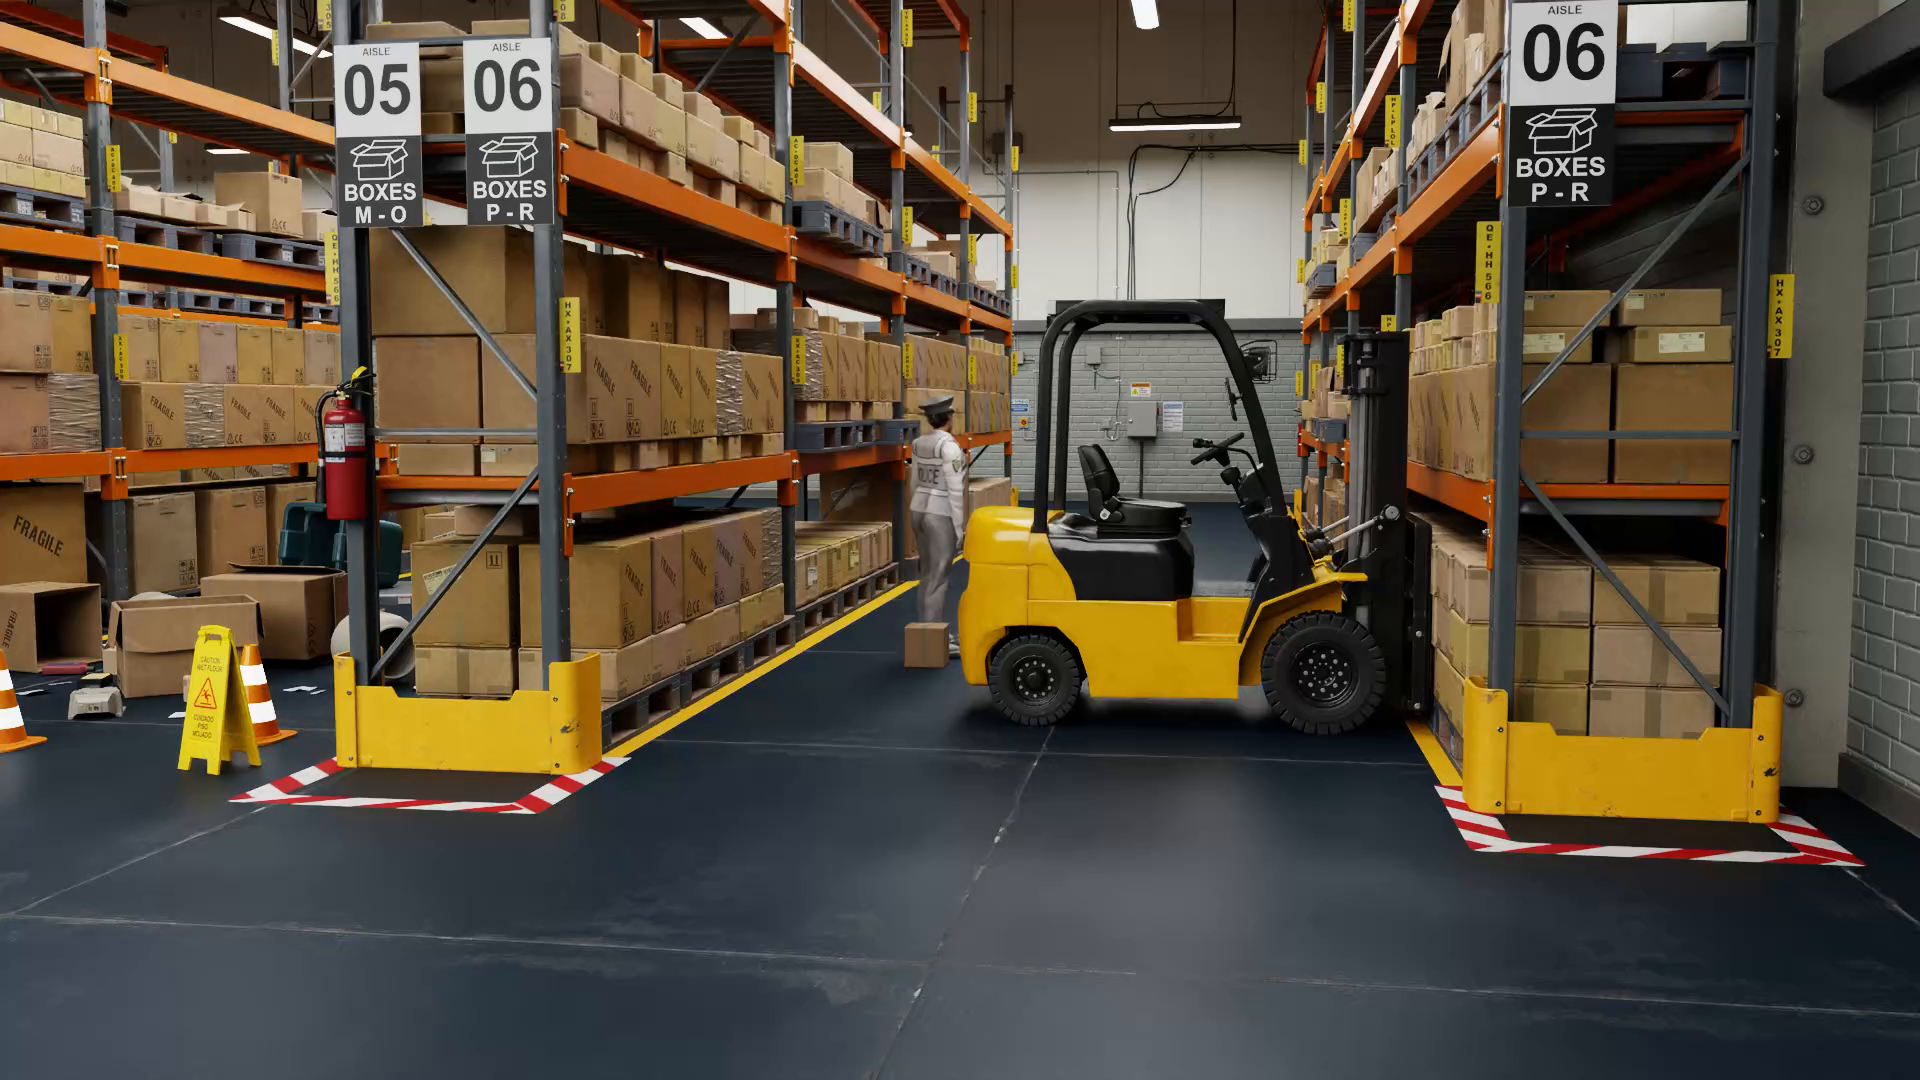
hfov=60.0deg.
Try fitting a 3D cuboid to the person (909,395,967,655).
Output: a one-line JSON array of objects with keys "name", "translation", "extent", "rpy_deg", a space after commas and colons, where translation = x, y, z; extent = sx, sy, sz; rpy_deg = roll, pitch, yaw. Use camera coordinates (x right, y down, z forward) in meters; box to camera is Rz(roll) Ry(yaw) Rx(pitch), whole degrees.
[{"name": "person", "translation": [-0.135, -0.112, 10.902], "extent": [0.405, 1.679, 0.528], "rpy_deg": [-3, 5, -32]}]
